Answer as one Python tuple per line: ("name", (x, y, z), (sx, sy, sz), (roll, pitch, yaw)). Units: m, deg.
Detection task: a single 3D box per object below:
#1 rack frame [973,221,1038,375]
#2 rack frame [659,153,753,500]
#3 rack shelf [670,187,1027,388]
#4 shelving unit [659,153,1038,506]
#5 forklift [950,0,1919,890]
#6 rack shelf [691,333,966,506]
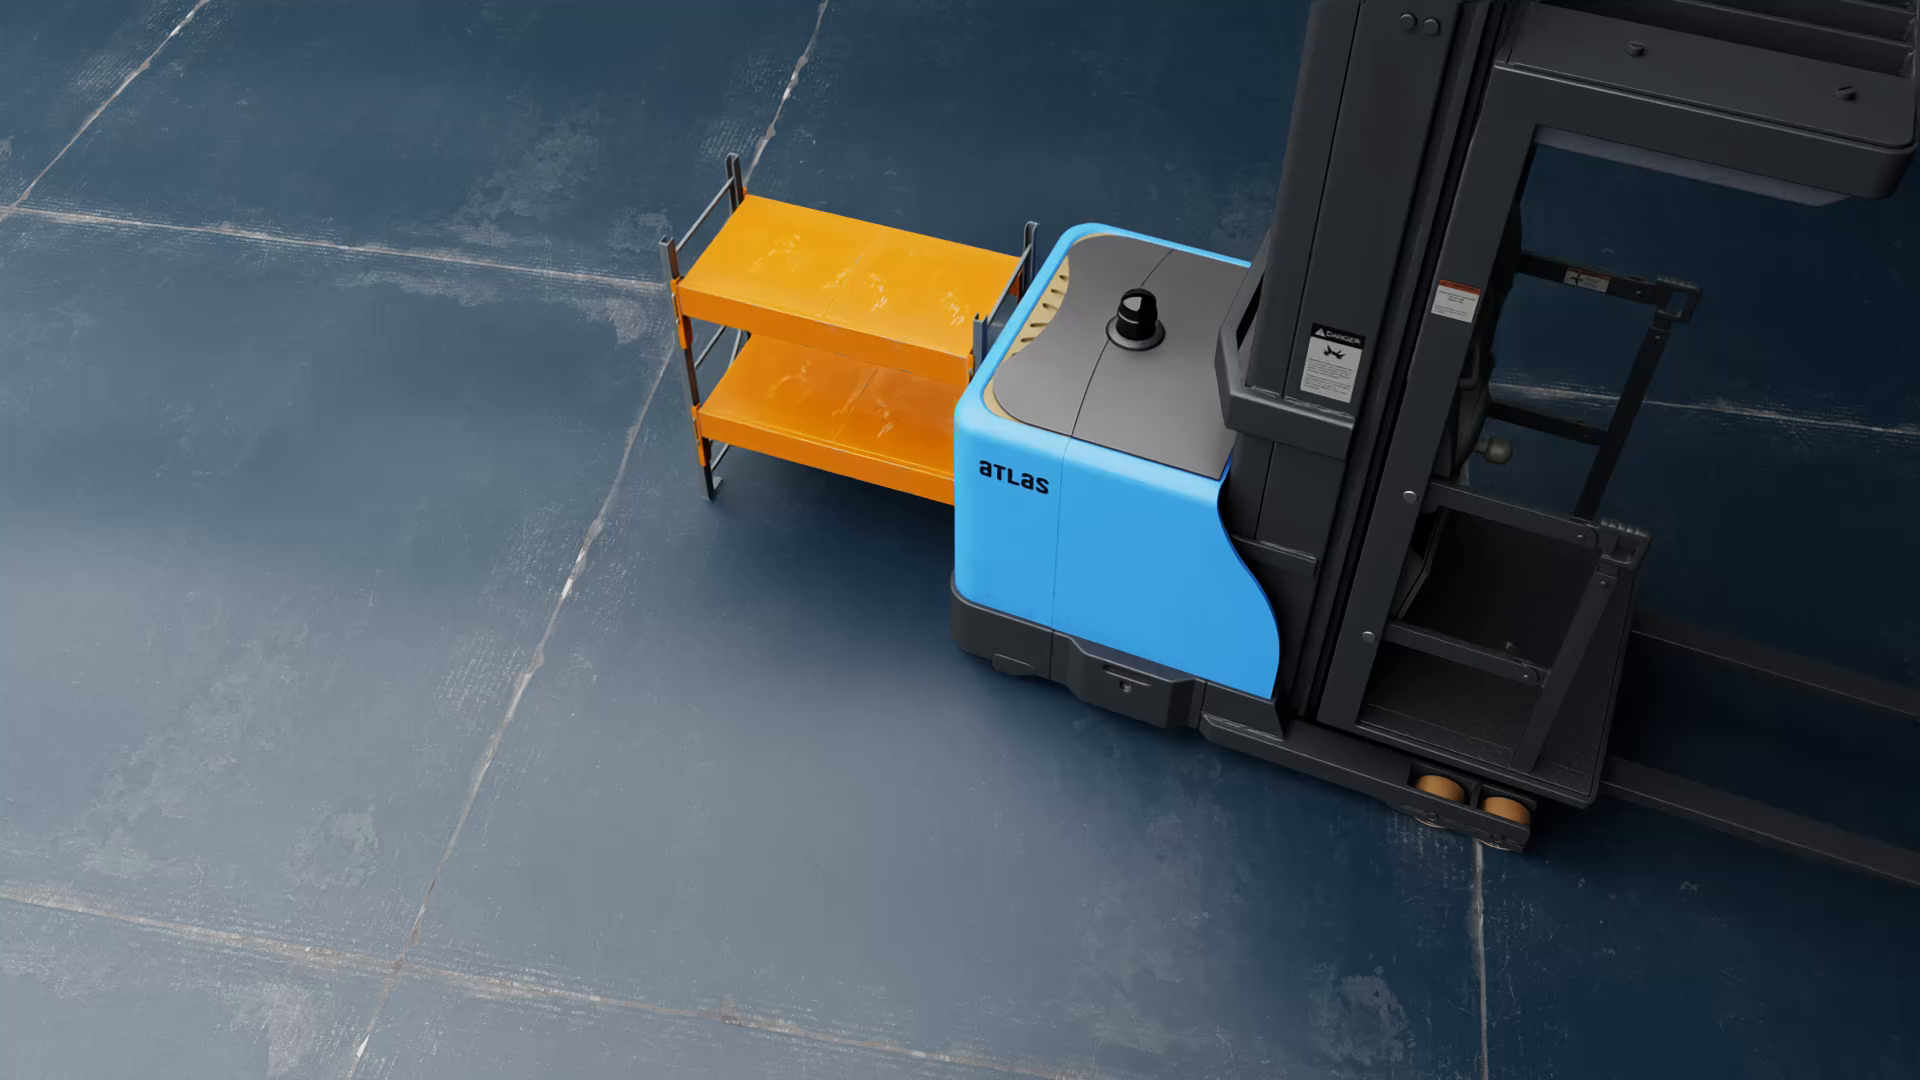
("rack frame", (0.138, -0.429, 5.379), (0.032, 1.125, 0.500), (16, 50, 14))
("rack frame", (-0.814, -0.695, 5.618), (0.032, 1.125, 0.500), (16, 50, 14))
("rack shelf", (-0.338, -0.758, 5.281), (1.000, 0.278, 0.538), (16, 50, 14))
("shelving unit", (-0.338, -0.562, 5.499), (1.048, 1.125, 0.538), (16, 50, 14))
("forklift", (1.534, -0.517, 4.244), (3.031, 2.935, 1.130), (18, 50, 15))
("rack shelf", (-0.338, -0.399, 5.681), (1.000, 0.278, 0.538), (16, 50, 14))
